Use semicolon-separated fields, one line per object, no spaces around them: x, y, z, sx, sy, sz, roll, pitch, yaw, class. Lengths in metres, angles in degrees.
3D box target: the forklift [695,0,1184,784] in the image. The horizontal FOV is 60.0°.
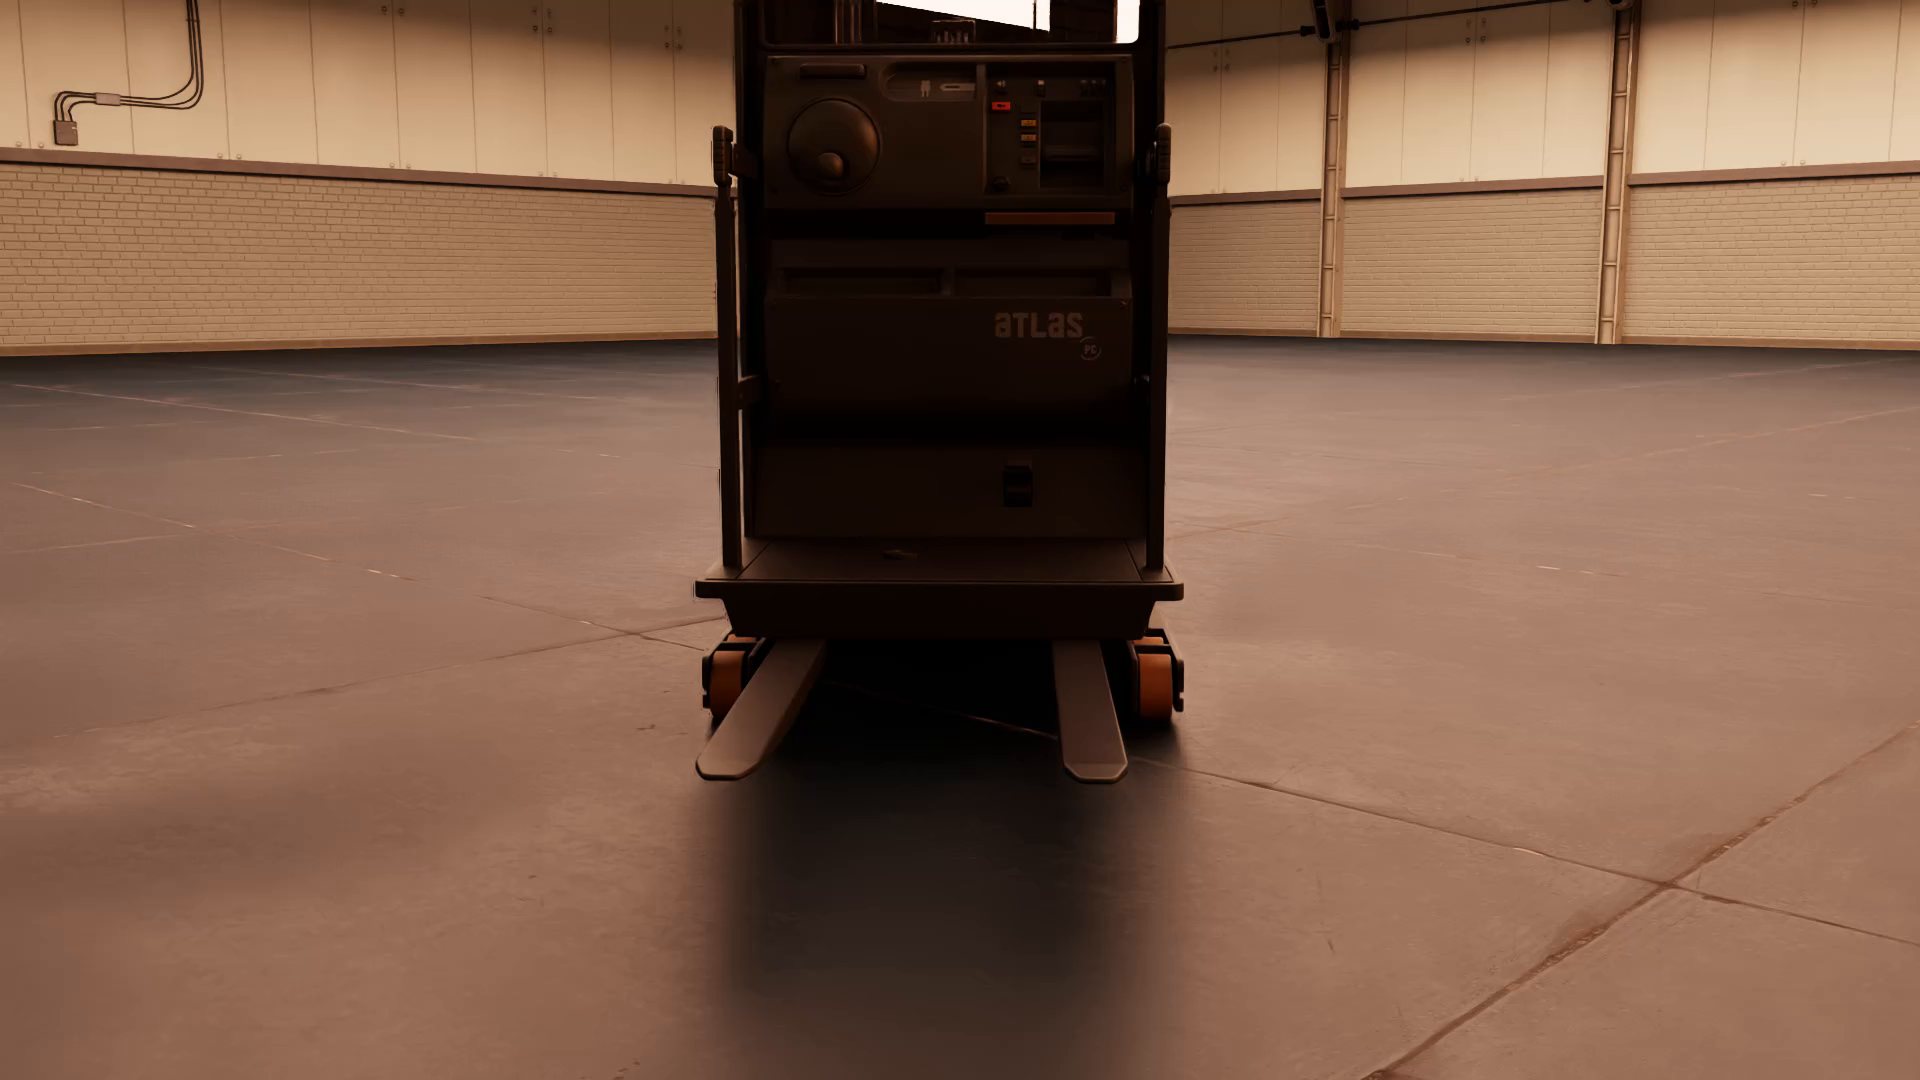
-0.033;-1.071;3.984;1.130;2.935;3.031;0;9;2;forklift
